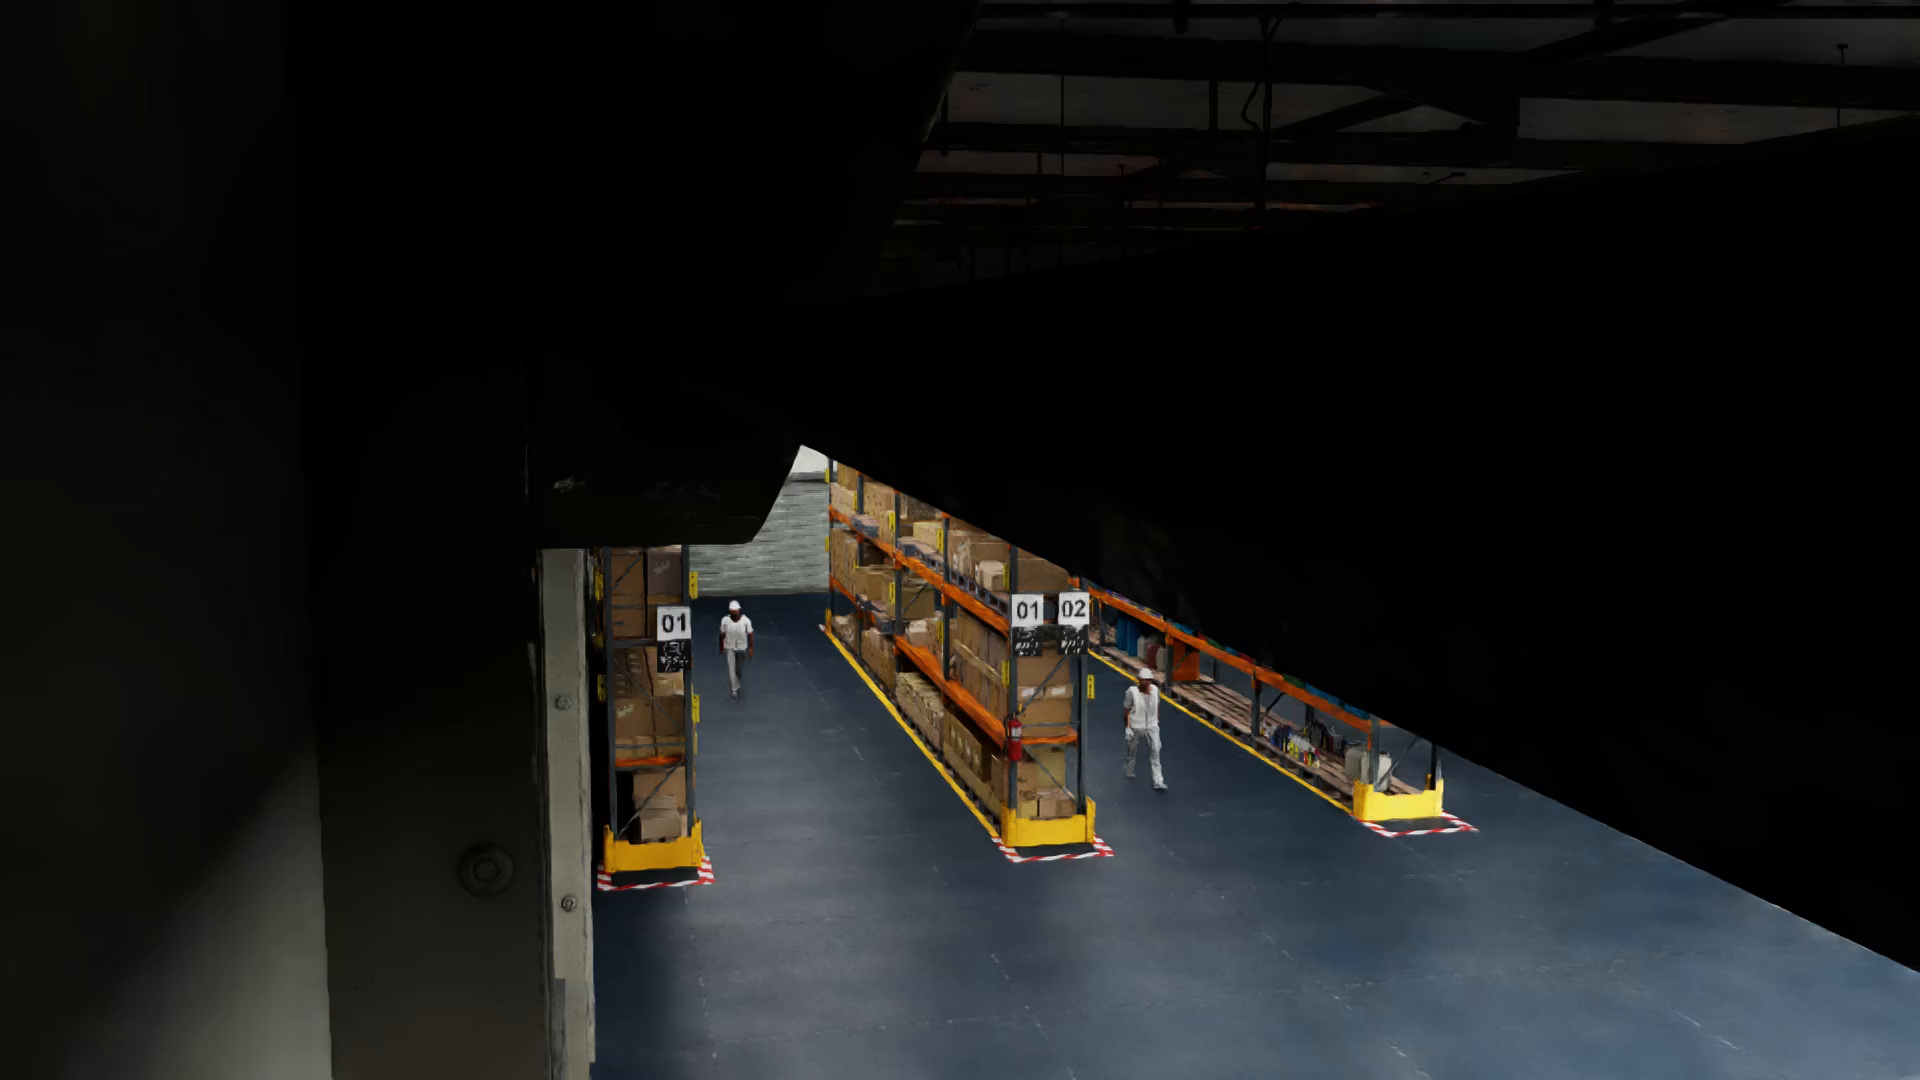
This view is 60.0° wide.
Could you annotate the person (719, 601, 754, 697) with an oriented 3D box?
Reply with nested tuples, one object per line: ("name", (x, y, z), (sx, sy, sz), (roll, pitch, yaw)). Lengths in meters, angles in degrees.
("person", (-4.013, 1.933, 29.924), (0.589, 1.716, 1.043), (-2, 7, -14))

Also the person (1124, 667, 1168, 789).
("person", (2.620, 2.648, 23.770), (0.566, 1.689, 1.122), (-1, 7, -10))
